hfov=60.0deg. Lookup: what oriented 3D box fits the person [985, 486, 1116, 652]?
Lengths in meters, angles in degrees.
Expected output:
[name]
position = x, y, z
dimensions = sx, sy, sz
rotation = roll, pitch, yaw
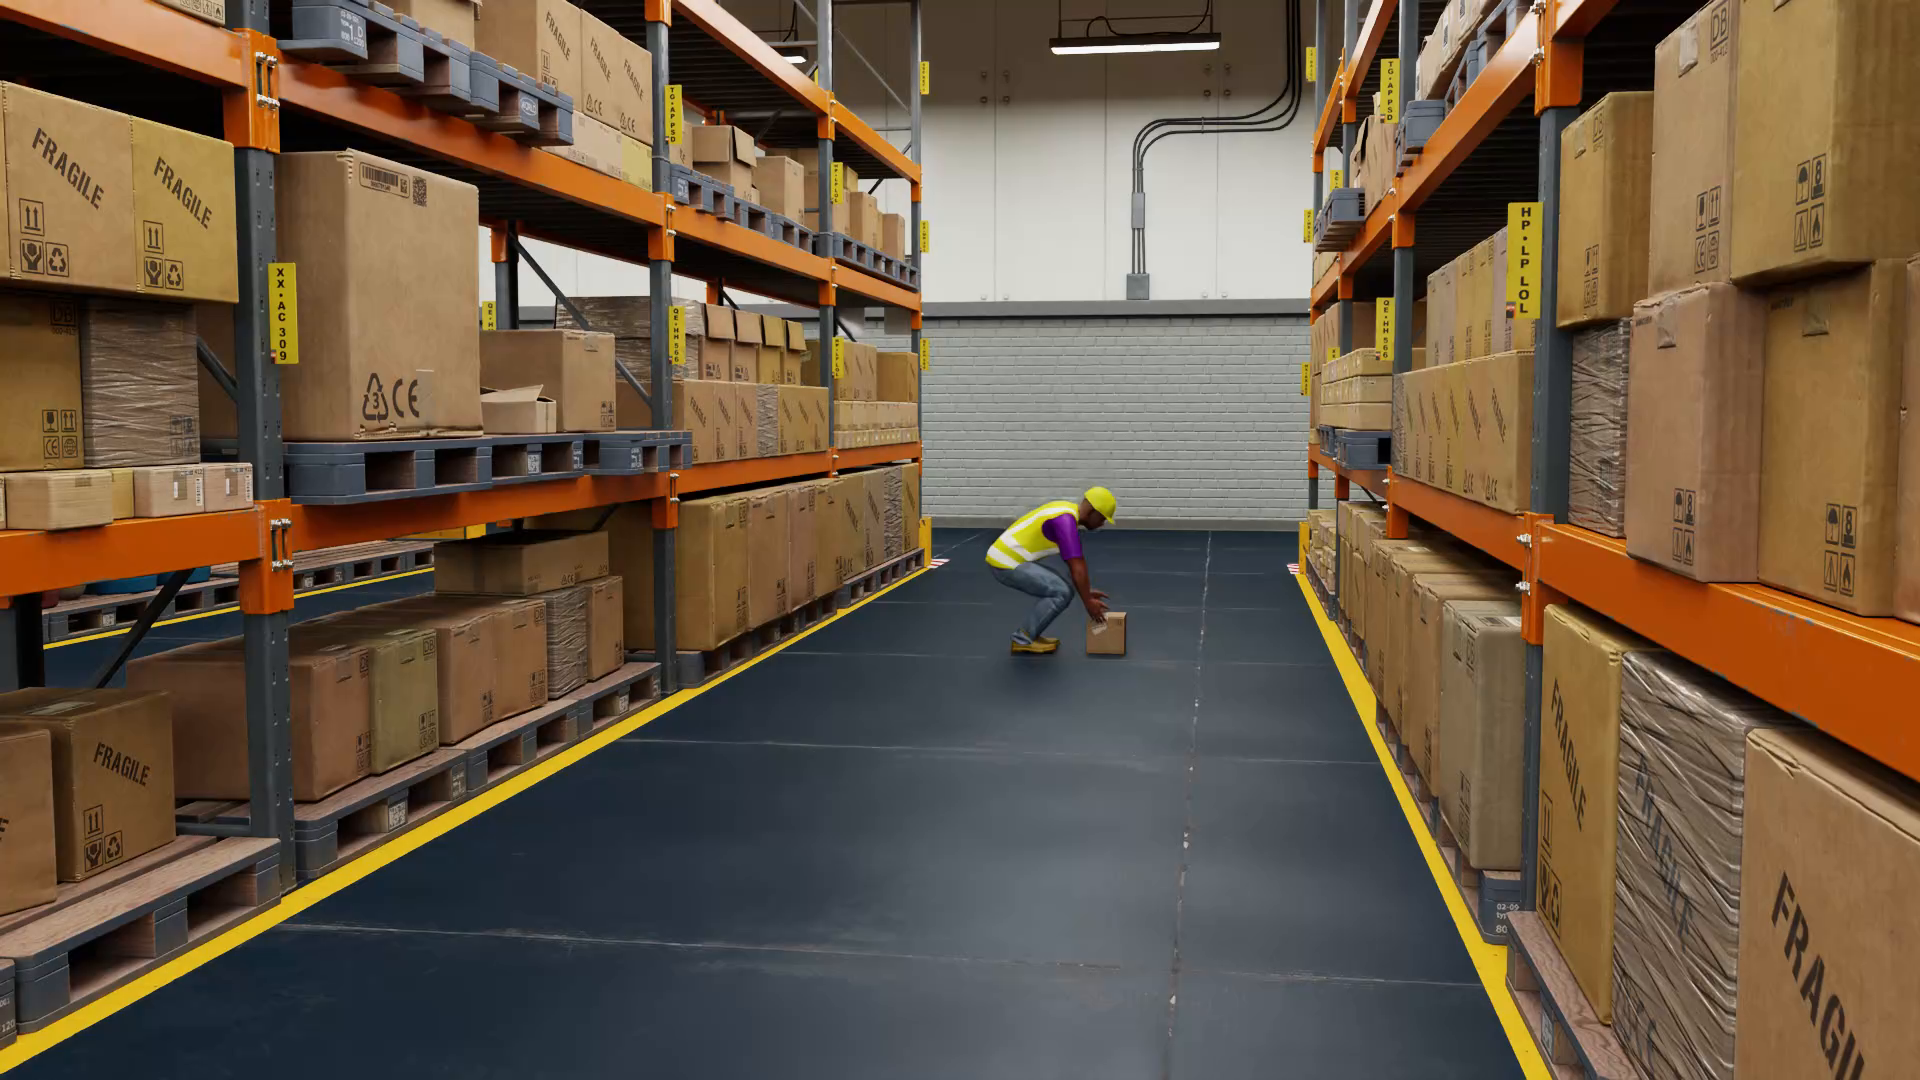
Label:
[person]
position = 0.618, 0.191, 11.279
dimensions = 0.869, 1.112, 0.606
rotation = 1, 4, 9
